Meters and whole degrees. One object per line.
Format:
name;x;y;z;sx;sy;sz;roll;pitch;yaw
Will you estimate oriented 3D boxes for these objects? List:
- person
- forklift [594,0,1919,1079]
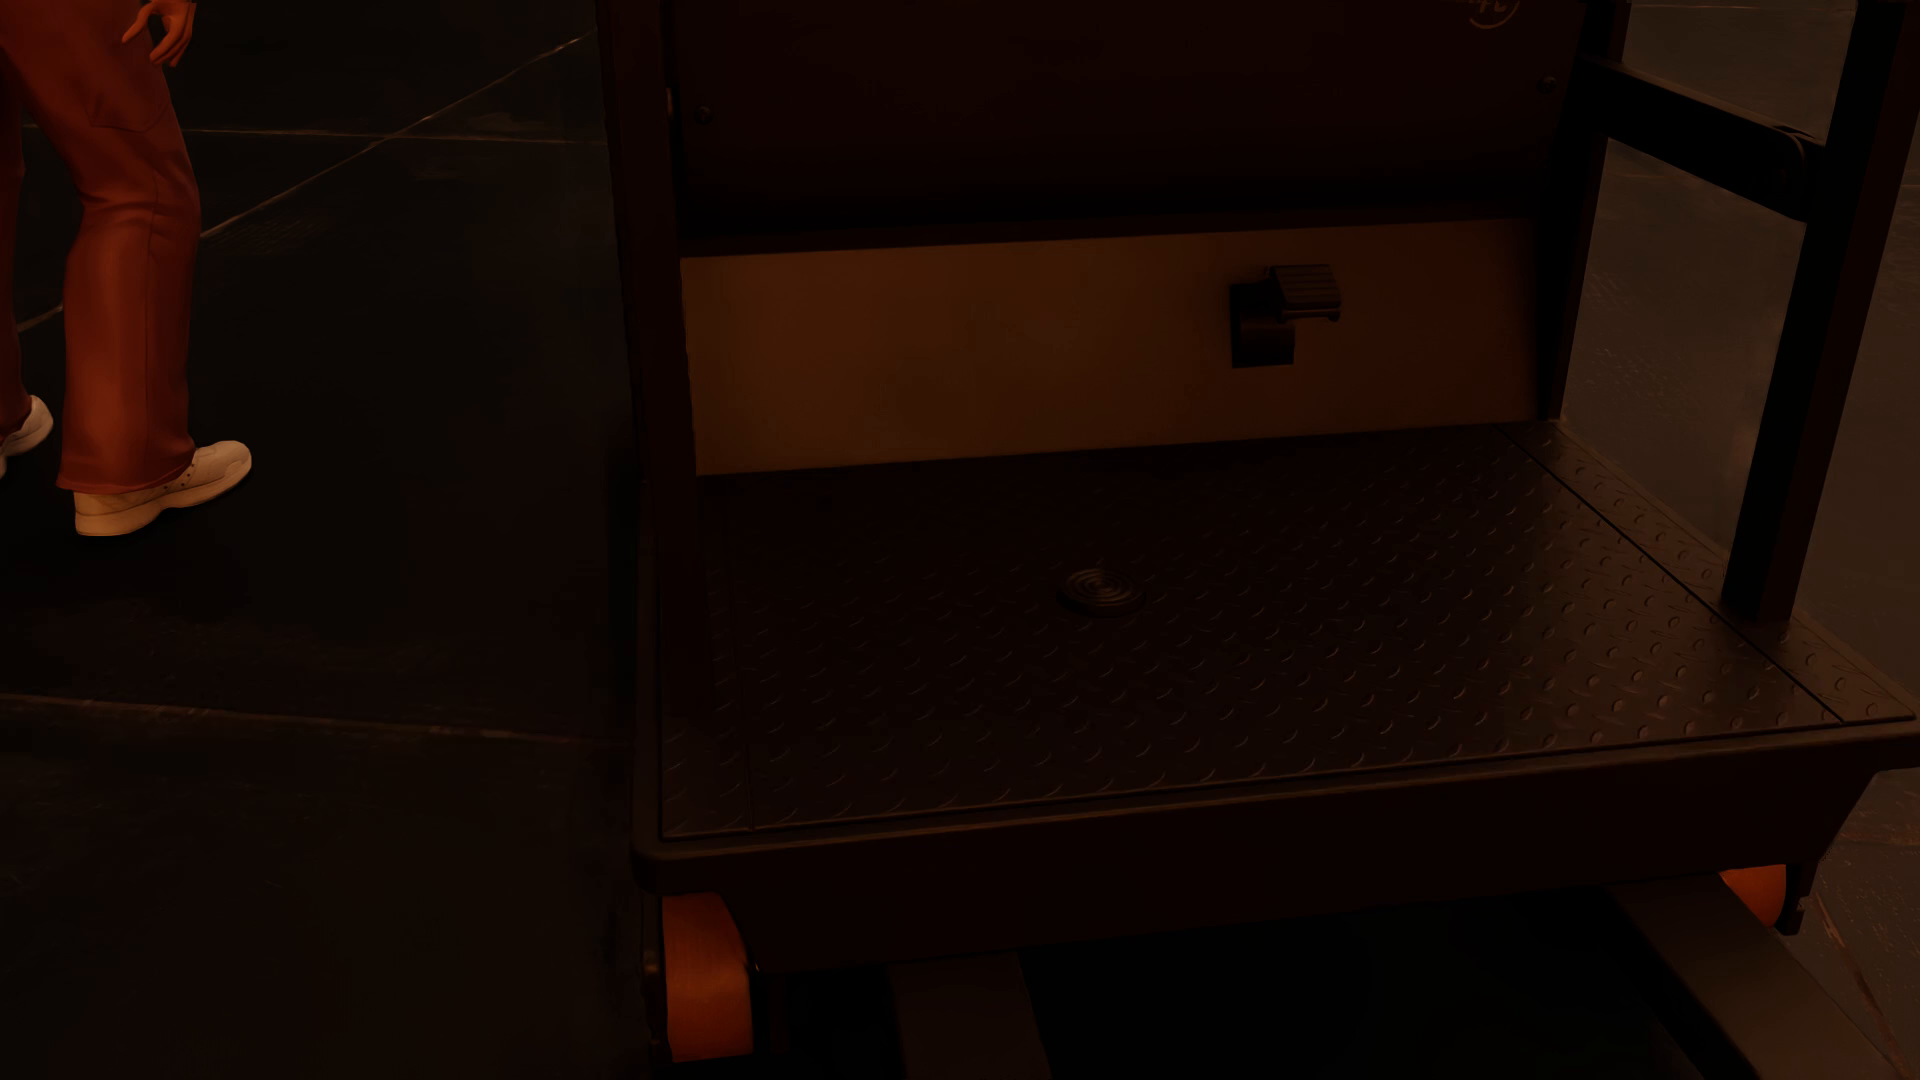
person;-1.343;-0.823;2.305;0.712;1.650;0.381;7;27;14
forklift;0.215;-1.005;1.231;1.130;2.935;3.031;-4;27;-8
